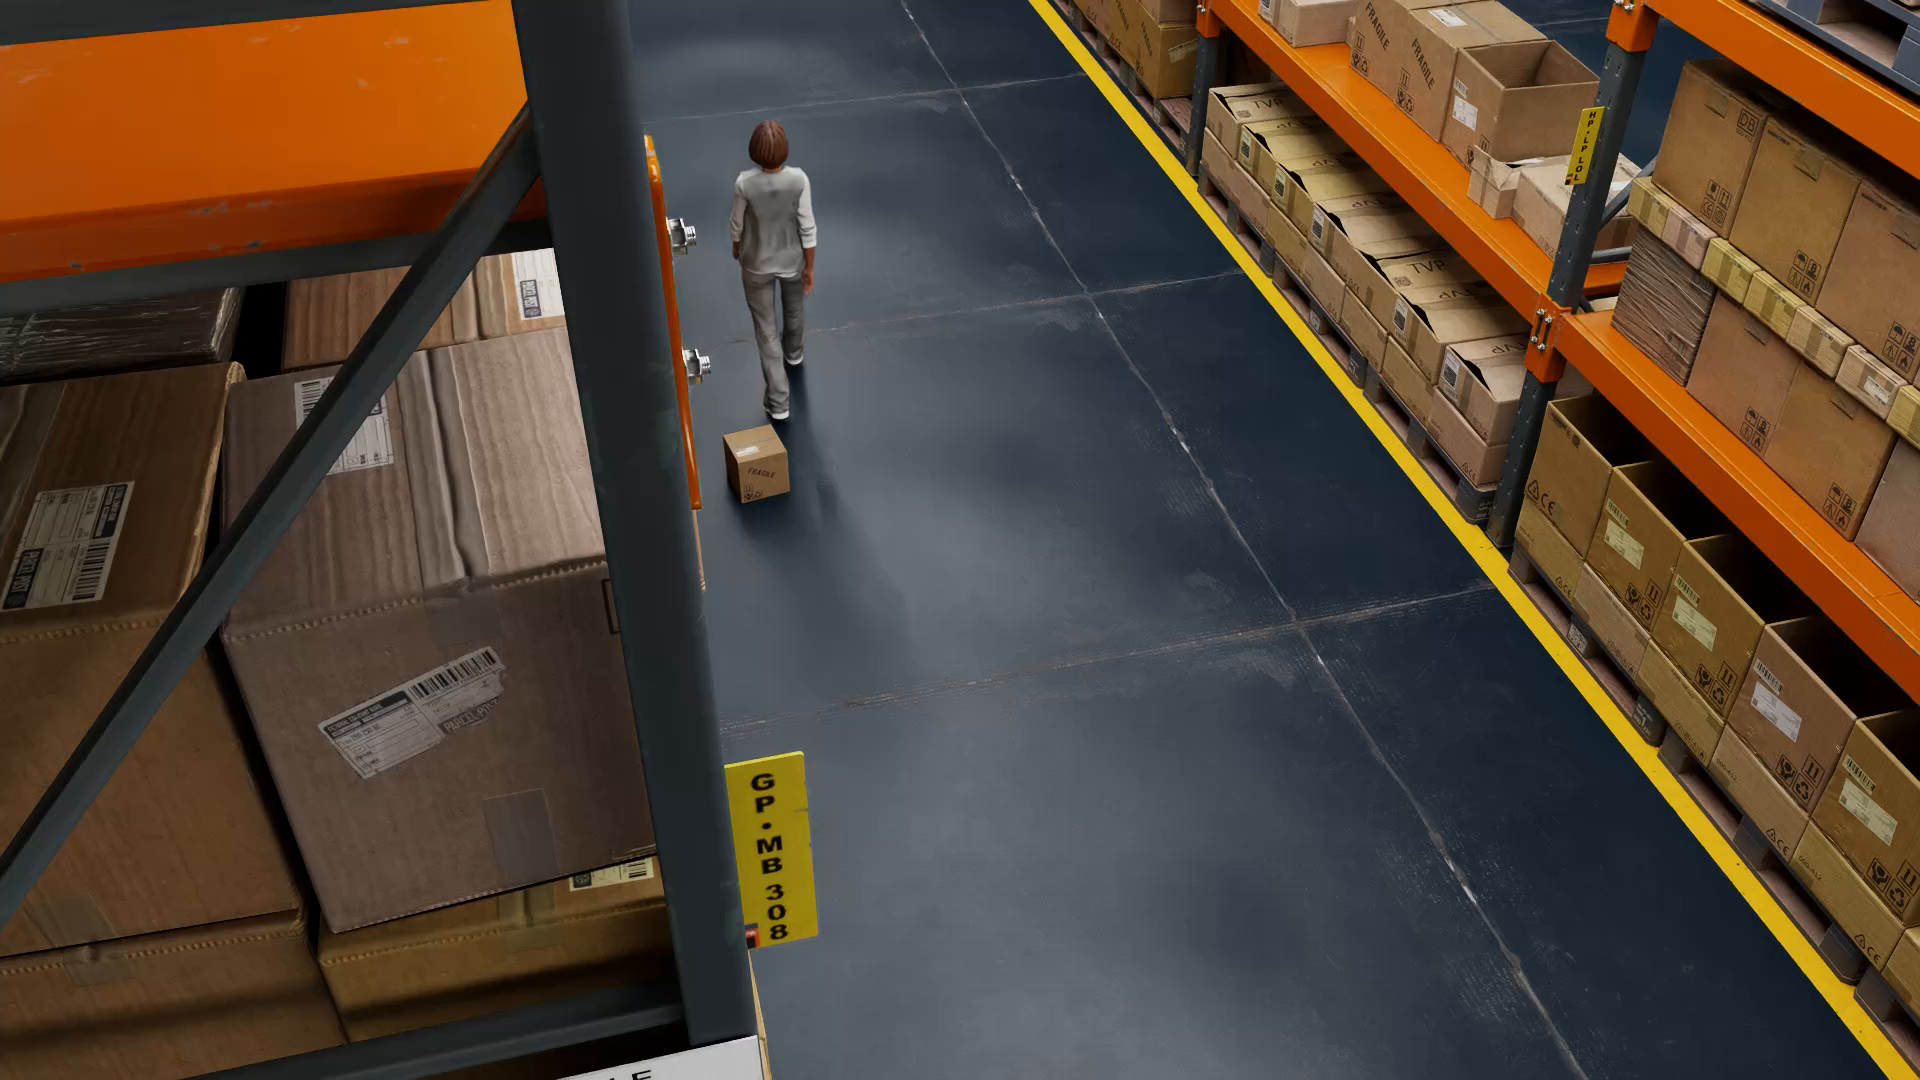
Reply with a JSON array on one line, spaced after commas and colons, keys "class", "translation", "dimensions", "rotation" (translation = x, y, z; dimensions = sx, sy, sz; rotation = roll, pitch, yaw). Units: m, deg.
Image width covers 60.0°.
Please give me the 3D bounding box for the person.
[{"class": "person", "translation": [-0.957, -1.447, 8.456], "dimensions": [0.419, 1.550, 0.849], "rotation": [-10, 40, -13]}]
